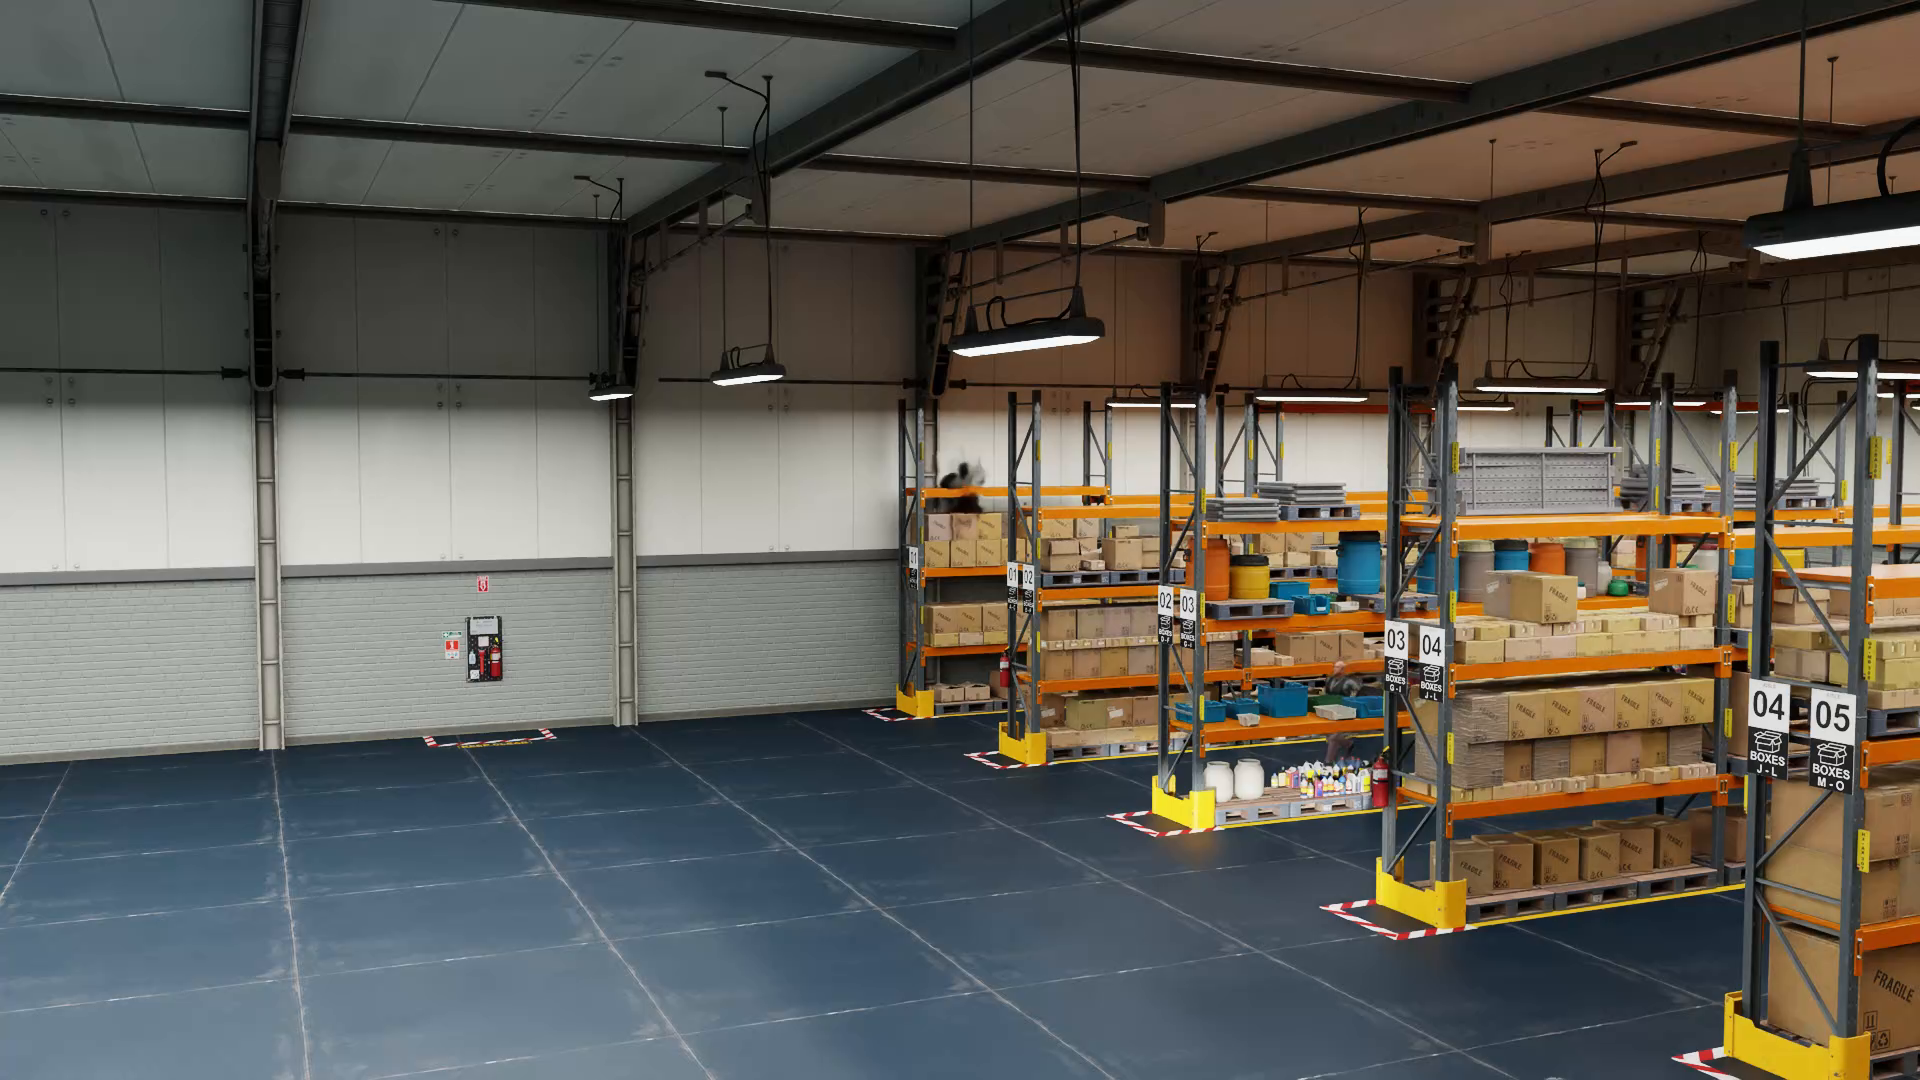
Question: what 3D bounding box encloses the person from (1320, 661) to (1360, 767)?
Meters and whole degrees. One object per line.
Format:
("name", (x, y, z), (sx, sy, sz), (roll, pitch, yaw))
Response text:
("person", (5.976, 2.764, 26.268), (0.926, 1.701, 0.663), (-2, 4, -35))
